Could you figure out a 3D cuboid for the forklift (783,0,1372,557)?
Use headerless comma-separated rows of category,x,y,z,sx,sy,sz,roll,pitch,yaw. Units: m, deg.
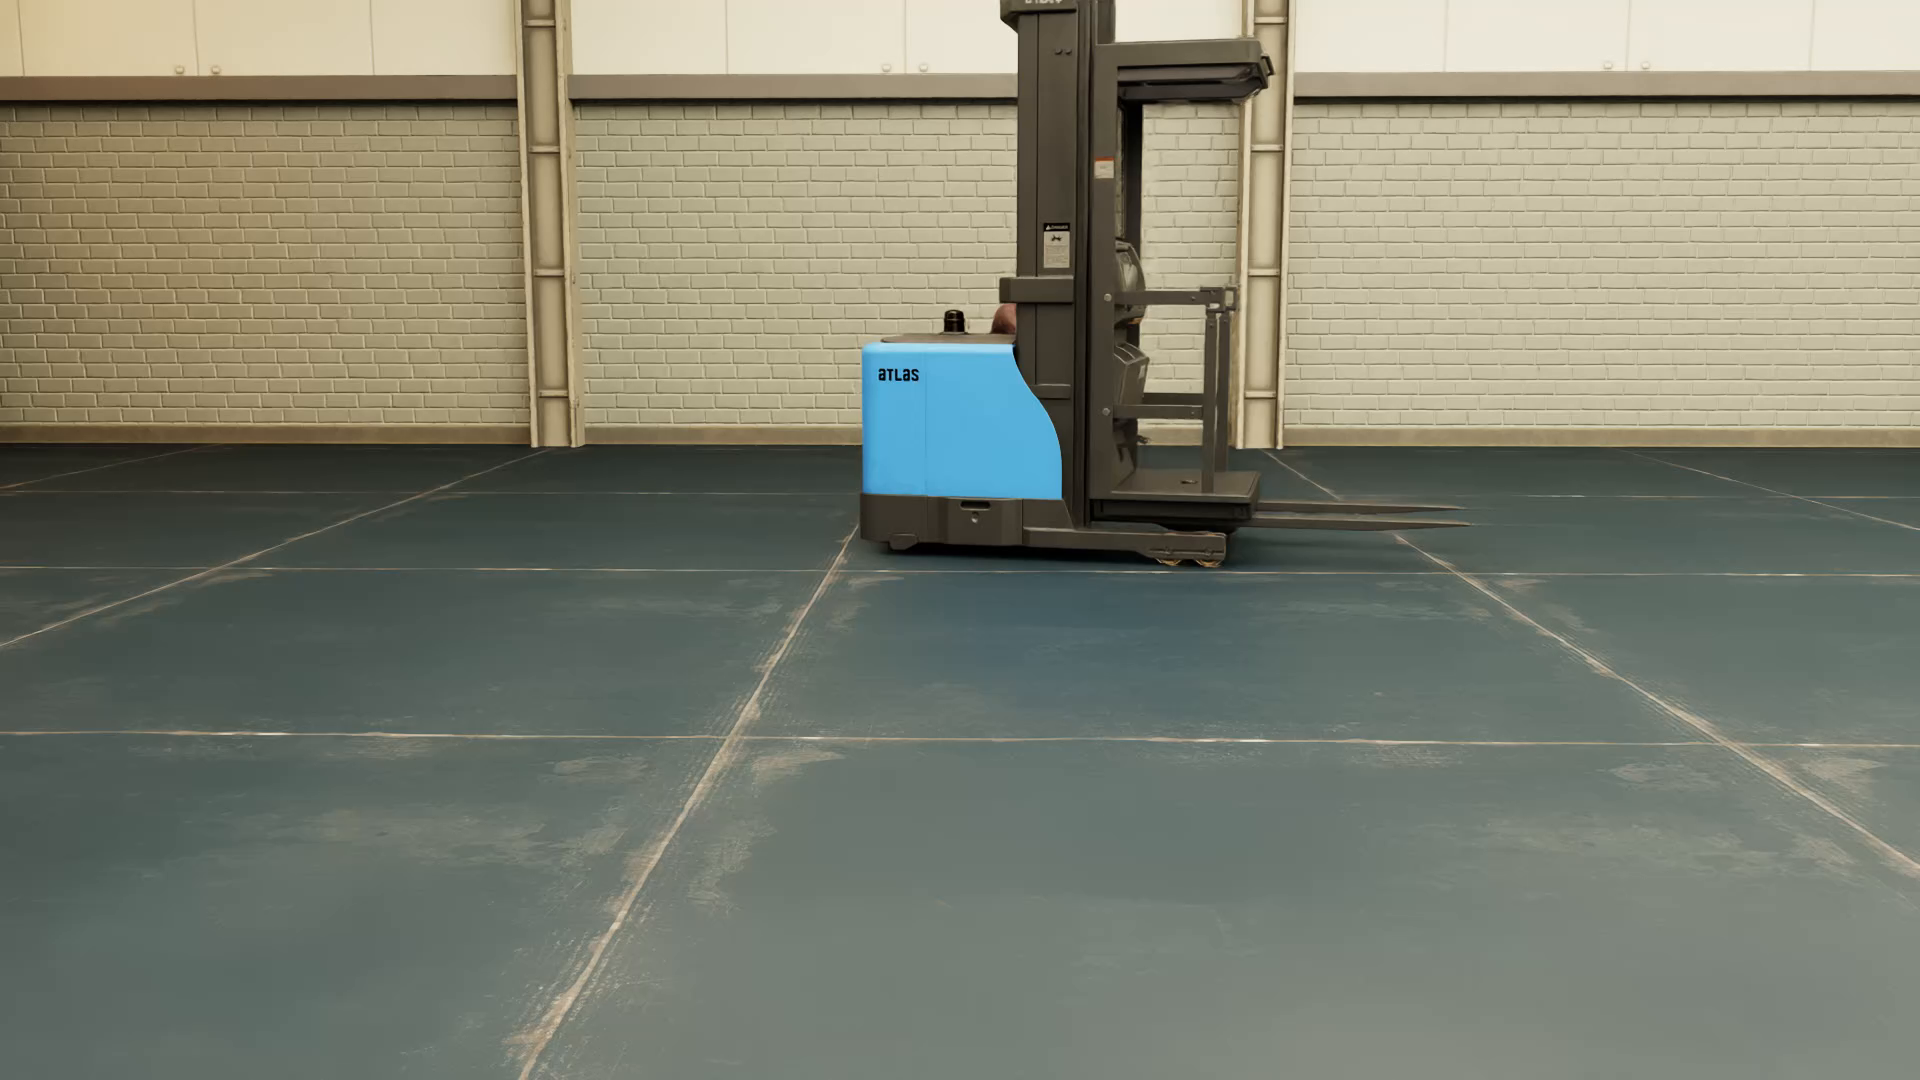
forklift,0.620,-1.446,8.760,3.031,2.935,1.130,1,9,3
